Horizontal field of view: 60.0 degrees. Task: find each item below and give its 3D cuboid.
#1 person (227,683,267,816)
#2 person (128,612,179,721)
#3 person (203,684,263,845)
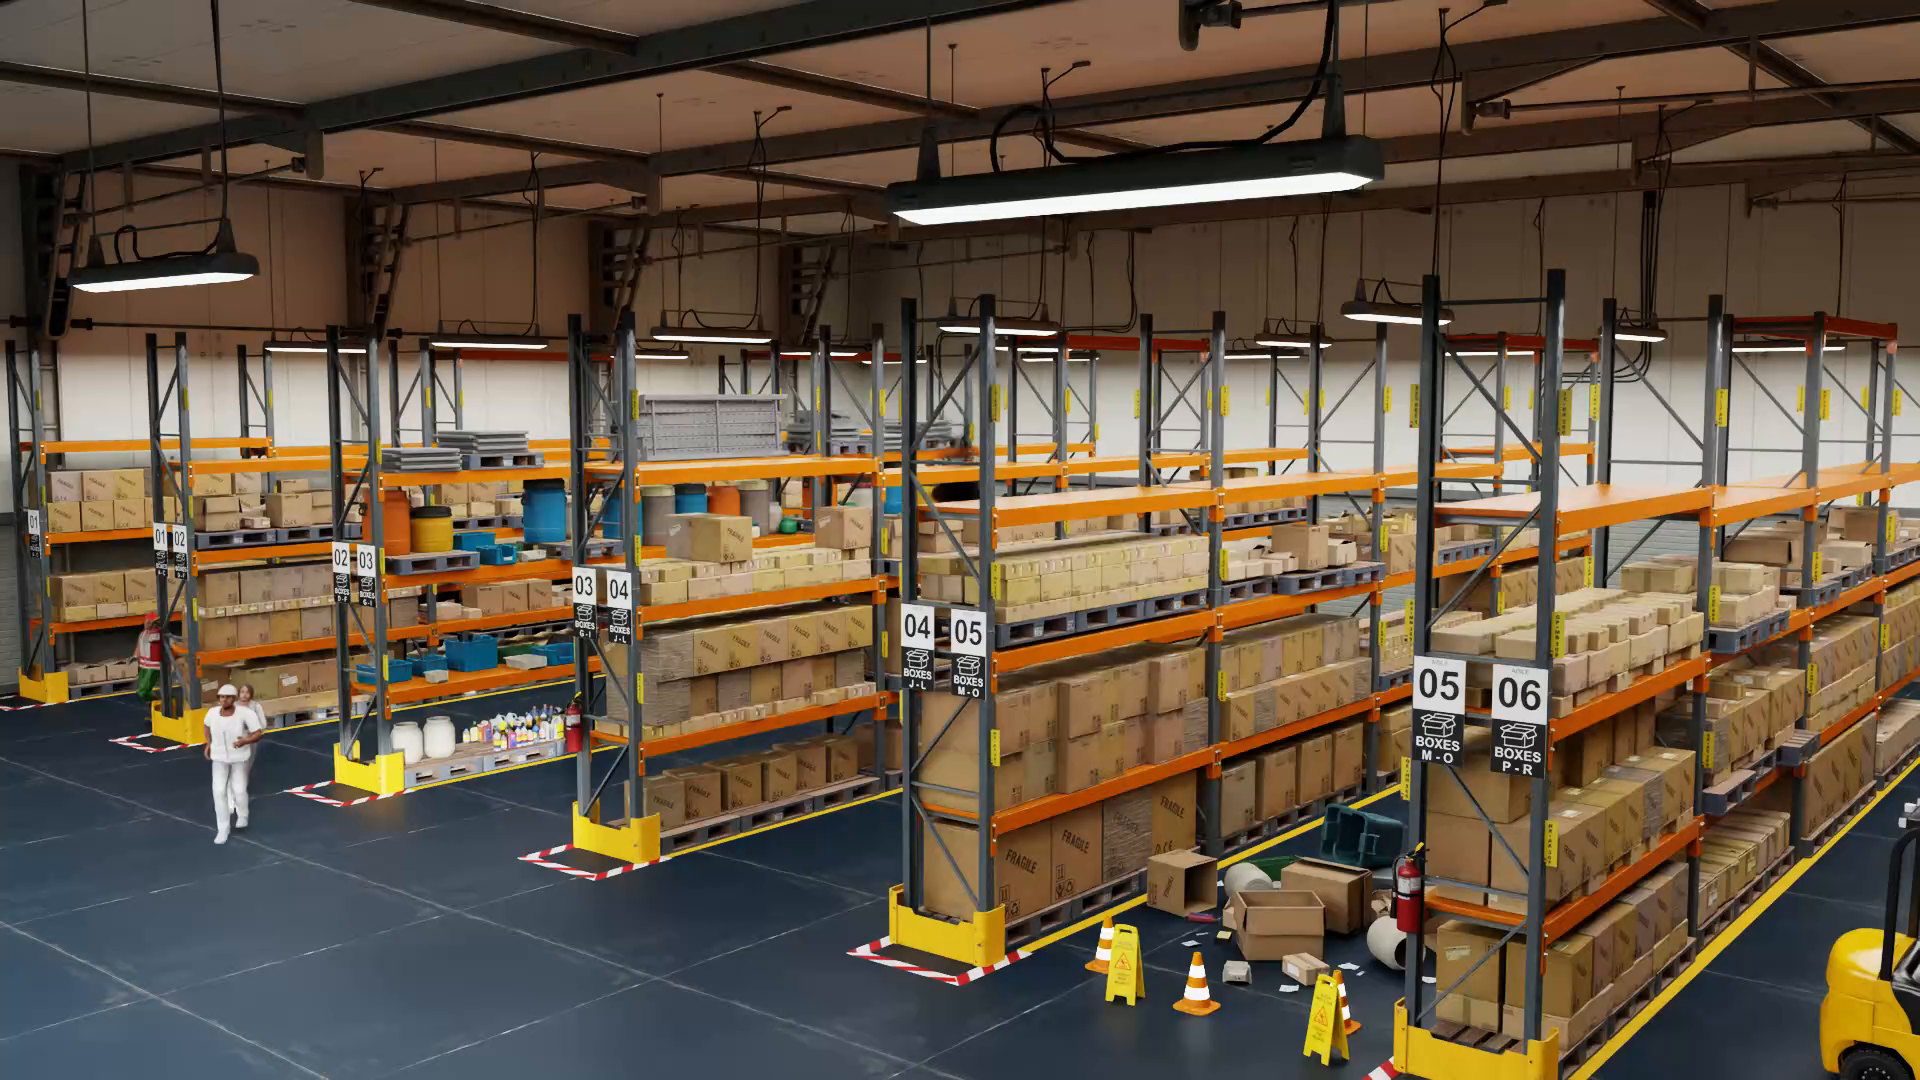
[{"bbox_3d":[-8.796,2.550,20.412,0.541,1.598,0.603,-2,6,-24],"label":"person"},{"bbox_3d":[-12.481,1.975,25.675,0.727,1.731,0.581,2,6,25],"label":"person"},{"bbox_3d":[-8.427,2.561,19.269,0.683,1.819,0.797,-1,5,-13],"label":"person"}]
